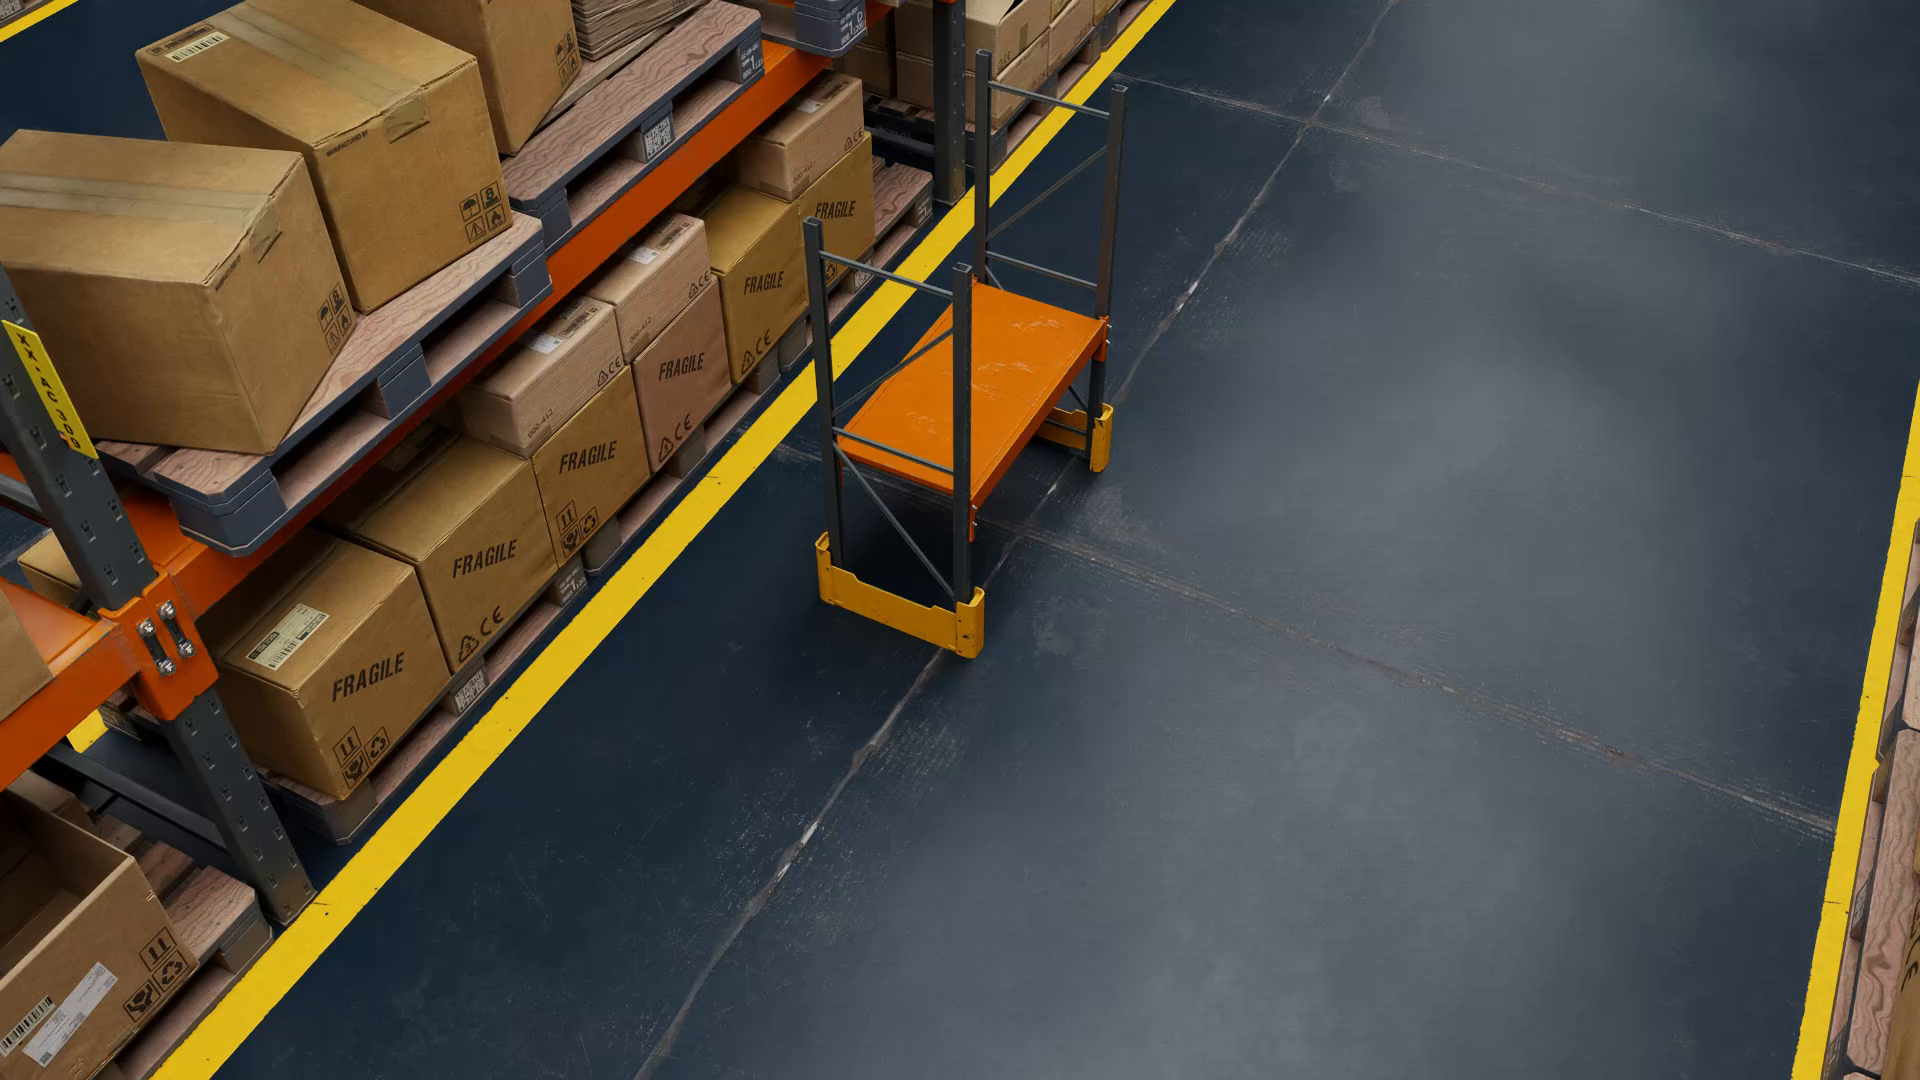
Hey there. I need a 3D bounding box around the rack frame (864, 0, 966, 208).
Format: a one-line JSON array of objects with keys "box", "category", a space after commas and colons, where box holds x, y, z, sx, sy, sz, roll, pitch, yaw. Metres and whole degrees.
[{"box": [-0.446, -2.687, 6.297, 1.000, 3.000, 0.127, 20, 49, 19], "category": "rack frame"}]

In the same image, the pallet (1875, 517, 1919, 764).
[{"box": [3.510, 0.398, 5.208, 1.003, 0.211, 1.213, 20, 49, 19], "category": "pallet"}]

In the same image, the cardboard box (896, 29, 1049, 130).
[{"box": [0.057, -2.101, 7.356, 0.500, 0.250, 0.500, 20, 49, 19], "category": "cardboard box"}]

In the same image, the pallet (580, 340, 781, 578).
[{"box": [-1.394, -0.483, 6.079, 1.003, 0.211, 1.213, 20, 49, 19], "category": "pallet"}]

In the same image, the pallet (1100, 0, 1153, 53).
[{"box": [0.538, -2.978, 8.545, 1.003, 0.211, 1.213, 20, 49, 19], "category": "pallet"}]

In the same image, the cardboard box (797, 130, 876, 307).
[{"box": [-0.672, -1.296, 6.370, 0.500, 0.500, 0.500, 22, 49, 21], "category": "cardboard box"}]

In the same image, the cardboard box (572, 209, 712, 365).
[{"box": [-1.166, -0.877, 5.429, 0.500, 0.250, 0.500, 20, 49, 18], "category": "cardboard box"}]

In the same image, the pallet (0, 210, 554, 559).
[{"box": [-1.835, -0.567, 4.336, 1.003, 0.211, 1.213, 20, 49, 19], "category": "pallet"}]

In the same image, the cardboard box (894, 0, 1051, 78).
[{"box": [0.057, -2.298, 7.156, 0.500, 0.311, 0.500, 22, 49, 20], "category": "cardboard box"}]

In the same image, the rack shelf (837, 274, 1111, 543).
[{"box": [0.040, -0.455, 5.398, 0.538, 0.185, 1.000, 20, 49, 19], "category": "rack shelf"}]

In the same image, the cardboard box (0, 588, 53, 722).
[{"box": [-2.308, 0.197, 3.376, 0.500, 0.500, 0.500, 21, 49, 20], "category": "cardboard box"}]

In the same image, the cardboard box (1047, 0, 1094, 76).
[{"box": [0.290, -2.418, 7.669, 0.500, 0.250, 0.500, 19, 48, 18], "category": "cardboard box"}]

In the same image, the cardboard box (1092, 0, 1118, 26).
[{"box": [0.526, -2.748, 7.994, 0.500, 0.250, 0.500, 19, 48, 18], "category": "cardboard box"}]

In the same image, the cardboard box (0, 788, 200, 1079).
[{"box": [-2.316, 1.009, 4.091, 0.500, 0.500, 0.500, 20, 49, 19], "category": "cardboard box"}]

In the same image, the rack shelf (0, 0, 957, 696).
[{"box": [-1.375, -1.174, 5.307, 1.077, 0.370, 4.000, 20, 49, 19], "category": "rack shelf"}]

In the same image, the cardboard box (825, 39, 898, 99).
[{"box": [-0.418, -2.280, 7.532, 0.500, 0.250, 0.500, 22, 49, 20], "category": "cardboard box"}]

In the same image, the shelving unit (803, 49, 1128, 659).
[{"box": [0.035, -0.575, 5.264, 0.587, 1.500, 1.083, 20, 49, 19], "category": "shelving unit"}]

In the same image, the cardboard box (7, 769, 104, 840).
[{"box": [-2.689, 0.816, 4.415, 0.500, 0.311, 0.500, 20, 49, 19], "category": "cardboard box"}]

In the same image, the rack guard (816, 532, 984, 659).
[{"box": [-0.196, 0.178, 5.398, 0.587, 0.250, 0.087, 20, 49, 19], "category": "rack guard"}]

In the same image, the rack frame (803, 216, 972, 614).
[{"box": [-0.196, -0.261, 4.953, 0.500, 1.500, 0.032, 20, 49, 19], "category": "rack frame"}]

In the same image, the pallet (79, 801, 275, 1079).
[{"box": [-2.623, 1.245, 4.371, 1.003, 0.211, 1.213, 20, 49, 19], "category": "pallet"}]

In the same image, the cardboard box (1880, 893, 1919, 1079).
[{"box": [2.683, 1.061, 3.809, 0.750, 0.750, 0.750, 22, 49, 20], "category": "cardboard box"}]

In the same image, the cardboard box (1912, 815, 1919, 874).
[{"box": [3.073, 0.524, 4.339, 0.750, 0.750, 0.750, 20, 49, 19], "category": "cardboard box"}]

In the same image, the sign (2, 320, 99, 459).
[{"box": [-1.819, -0.297, 3.326, 0.100, 0.325, 0.005, 20, 49, 19], "category": "sign"}]

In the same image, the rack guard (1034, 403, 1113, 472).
[{"box": [0.267, -0.450, 6.019, 0.587, 0.250, 0.087, 20, 49, 19], "category": "rack guard"}]

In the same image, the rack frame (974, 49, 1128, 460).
[{"box": [0.276, -0.901, 5.586, 0.500, 1.500, 0.032, 20, 49, 19], "category": "rack frame"}]

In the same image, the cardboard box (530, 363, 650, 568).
[{"box": [-1.386, -0.319, 5.405, 0.500, 0.500, 0.500, 21, 49, 20], "category": "cardboard box"}]

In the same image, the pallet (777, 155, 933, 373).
[{"box": [-0.826, -1.249, 6.836, 1.003, 0.211, 1.213, 20, 49, 19], "category": "pallet"}]

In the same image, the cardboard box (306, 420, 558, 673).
[{"box": [-1.625, -0.007, 5.096, 0.500, 0.500, 0.500, 21, 49, 20], "category": "cardboard box"}]

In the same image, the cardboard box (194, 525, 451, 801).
[{"box": [-1.863, 0.333, 4.760, 0.500, 0.500, 0.500, 18, 48, 17], "category": "cardboard box"}]

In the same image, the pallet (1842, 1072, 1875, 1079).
[{"box": [2.378, 1.935, 3.689, 1.003, 0.211, 1.213, 20, 49, 19], "category": "pallet"}]

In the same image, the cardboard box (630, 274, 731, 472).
[{"box": [-1.151, -0.638, 5.719, 0.500, 0.500, 0.500, 19, 48, 18], "category": "cardboard box"}]

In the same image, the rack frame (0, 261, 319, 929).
[{"box": [-2.303, -0.167, 3.806, 1.000, 3.000, 0.127, 20, 49, 19], "category": "rack frame"}]

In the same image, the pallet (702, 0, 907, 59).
[{"box": [-0.699, -2.169, 5.920, 1.213, 0.211, 1.003, 20, 49, 19], "category": "pallet"}]

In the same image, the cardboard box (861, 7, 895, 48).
[{"box": [-0.421, -2.477, 7.332, 0.500, 0.311, 0.500, 22, 49, 20], "category": "cardboard box"}]

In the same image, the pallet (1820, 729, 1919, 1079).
[{"box": [2.943, 1.164, 4.451, 1.003, 0.211, 1.213, 20, 49, 19], "category": "pallet"}]

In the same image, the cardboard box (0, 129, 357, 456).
[{"box": [-1.885, -0.574, 3.843, 0.700, 0.500, 0.500, 6, 46, 6], "category": "cardboard box"}]

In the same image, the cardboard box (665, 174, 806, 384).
[{"box": [-0.913, -0.970, 6.048, 0.500, 0.500, 0.500, 19, 48, 18], "category": "cardboard box"}]

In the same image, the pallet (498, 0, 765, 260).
[{"box": [-1.345, -1.393, 5.153, 1.003, 0.211, 1.213, 20, 49, 19], "category": "pallet"}]

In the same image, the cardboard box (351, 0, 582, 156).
[{"box": [-1.538, -1.483, 4.741, 0.700, 0.500, 0.500, 9, 46, 9], "category": "cardboard box"}]

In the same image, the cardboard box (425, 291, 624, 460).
[{"box": [-1.398, -0.561, 5.116, 0.500, 0.250, 0.500, 21, 49, 19], "category": "cardboard box"}]

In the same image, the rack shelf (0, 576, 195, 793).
[{"box": [-3.231, 1.346, 2.817, 1.077, 0.370, 4.000, 20, 49, 19], "category": "rack shelf"}]

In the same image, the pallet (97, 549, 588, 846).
[{"box": [-1.959, 0.288, 5.317, 1.003, 0.211, 1.213, 20, 49, 19], "category": "pallet"}]

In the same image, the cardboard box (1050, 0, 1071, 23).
[{"box": [0.293, -2.632, 7.486, 0.500, 0.311, 0.500, 19, 48, 18], "category": "cardboard box"}]

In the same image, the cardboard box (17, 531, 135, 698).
[{"box": [-2.328, 0.151, 4.940, 0.500, 0.500, 0.500, 20, 49, 19], "category": "cardboard box"}]

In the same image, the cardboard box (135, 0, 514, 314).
[{"box": [-1.622, -1.029, 4.292, 0.700, 0.500, 0.500, 28, 52, 25], "category": "cardboard box"}]

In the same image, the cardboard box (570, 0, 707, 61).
[{"box": [-1.232, -1.923, 5.176, 0.700, 0.500, 0.500, 30, 52, 26], "category": "cardboard box"}]

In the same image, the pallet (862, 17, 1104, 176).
[{"box": [-0.029, -2.213, 7.788, 1.003, 0.211, 1.213, 20, 49, 19], "category": "pallet"}]

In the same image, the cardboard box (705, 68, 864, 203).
[{"box": [-0.695, -1.523, 6.067, 0.500, 0.250, 0.500, 22, 49, 21], "category": "cardboard box"}]
